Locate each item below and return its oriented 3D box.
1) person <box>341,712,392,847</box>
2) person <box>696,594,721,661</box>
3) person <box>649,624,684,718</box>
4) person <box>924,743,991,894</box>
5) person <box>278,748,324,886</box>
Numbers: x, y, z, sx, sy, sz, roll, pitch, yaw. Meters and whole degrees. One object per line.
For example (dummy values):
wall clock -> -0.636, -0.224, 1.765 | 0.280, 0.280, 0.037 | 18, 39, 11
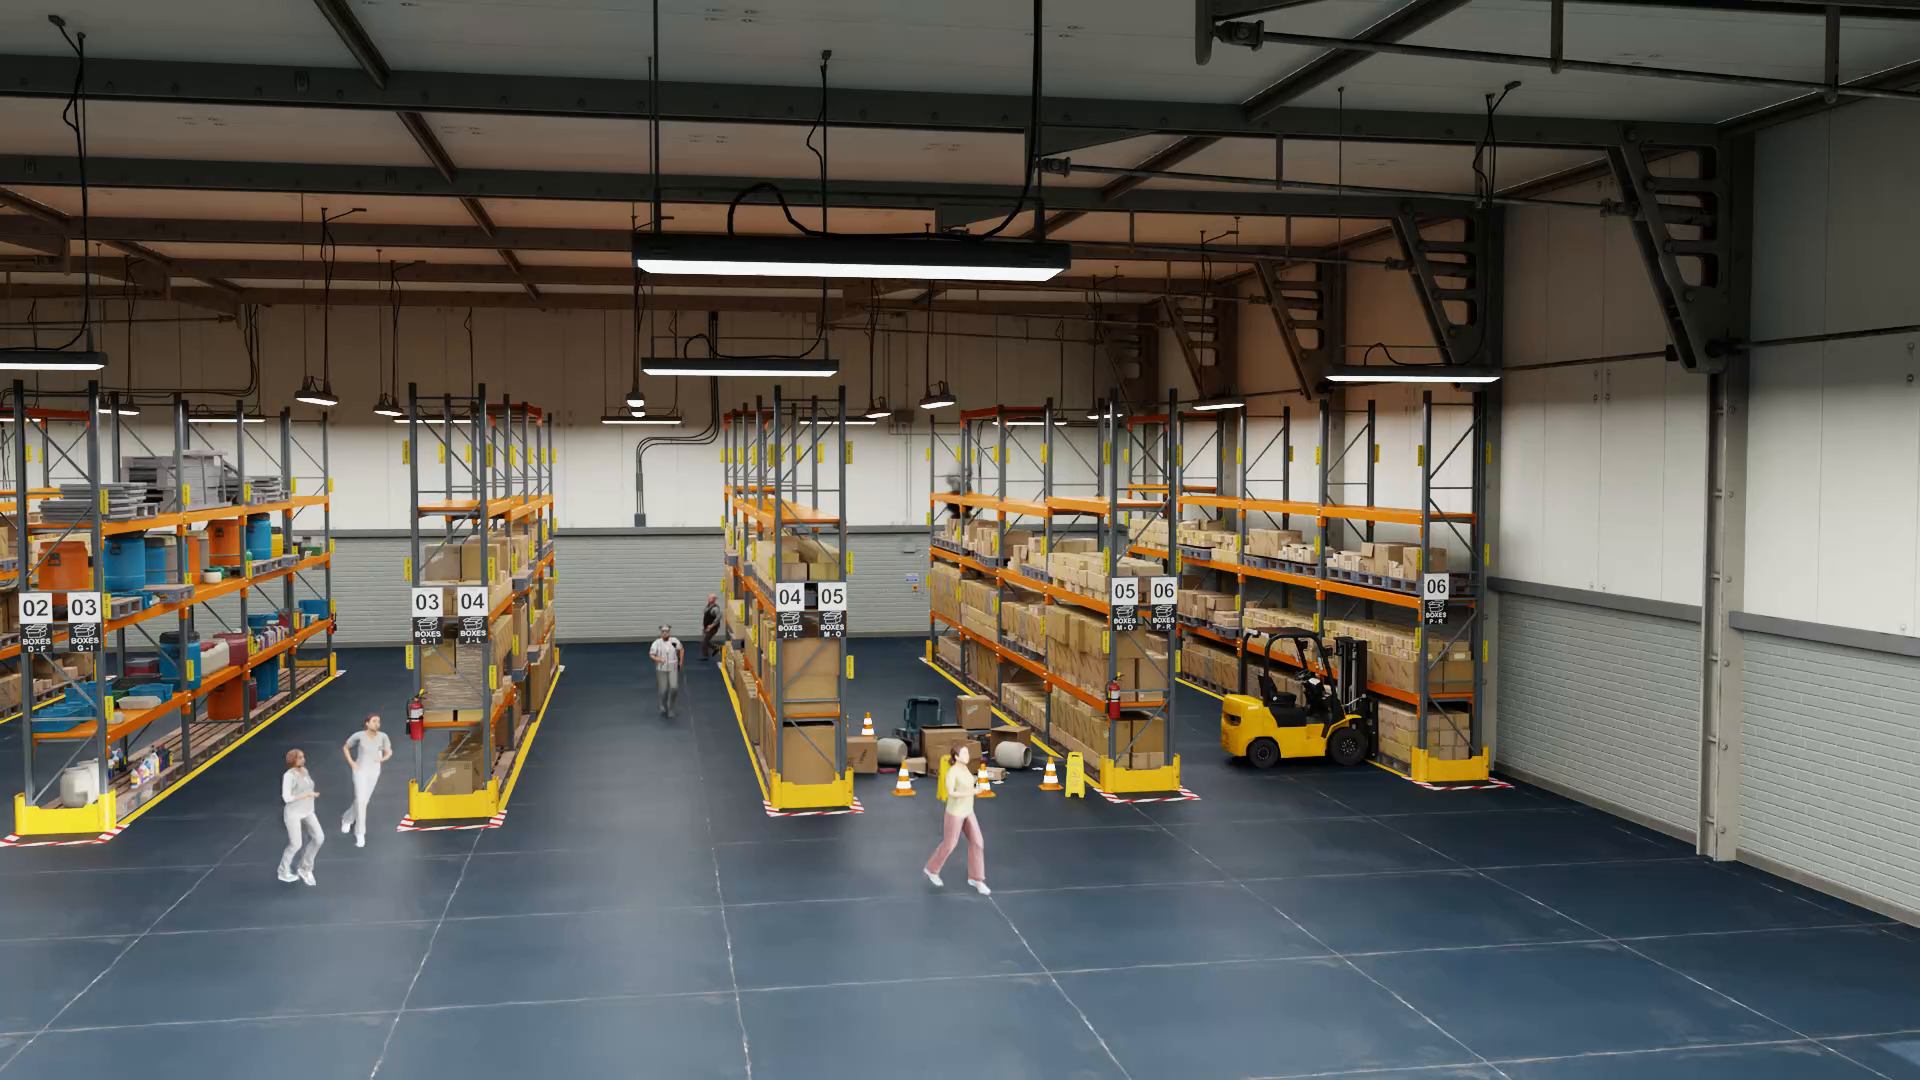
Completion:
person -> -7.757, 3.083, 21.792 | 0.615, 1.673, 0.889 | -3, 4, -42
person -> -6.010, 2.129, 40.390 | 0.657, 1.661, 0.746 | -2, 4, -35
person -> -5.635, 2.518, 31.986 | 0.665, 1.820, 0.723 | -1, 3, -12
person -> -0.043, 3.183, 19.107 | 0.824, 1.721, 0.576 | 2, 3, 33
person -> -7.652, 3.226, 19.312 | 0.640, 1.618, 0.514 | 1, 3, 20
